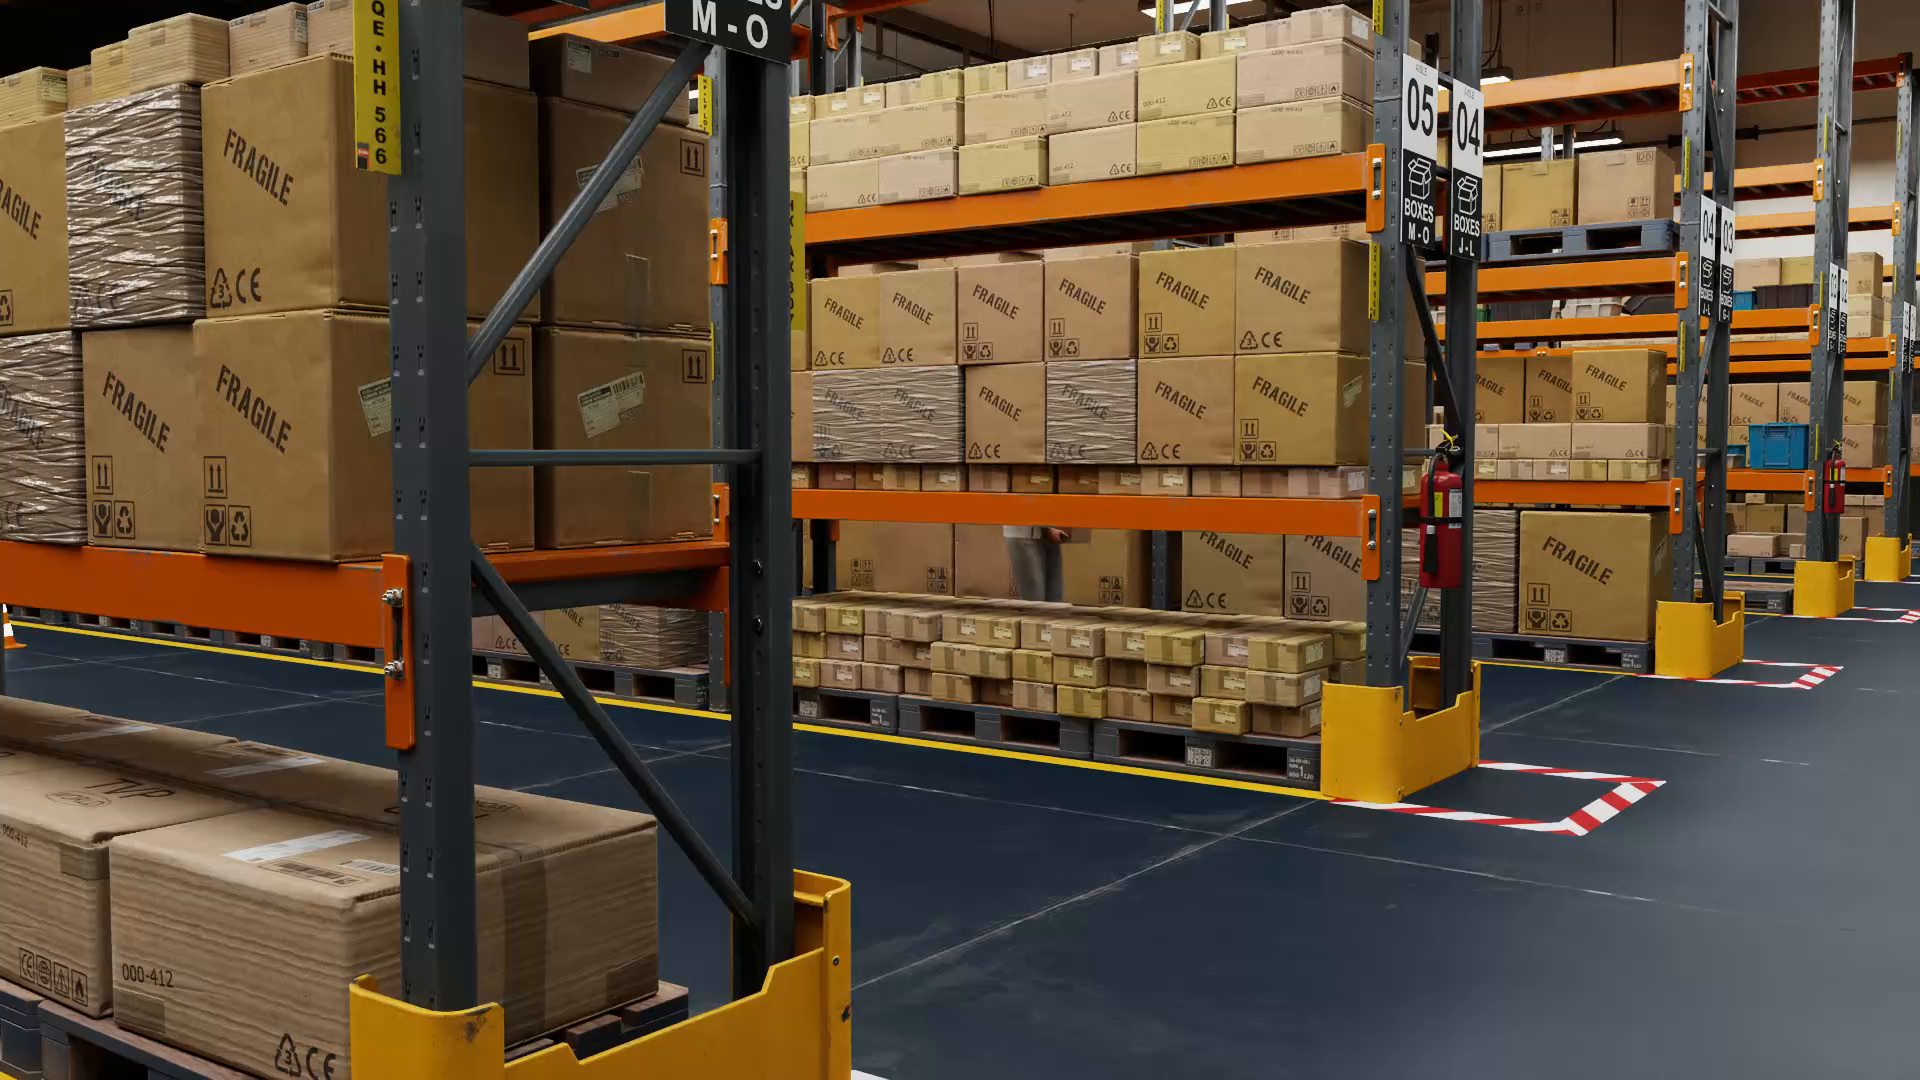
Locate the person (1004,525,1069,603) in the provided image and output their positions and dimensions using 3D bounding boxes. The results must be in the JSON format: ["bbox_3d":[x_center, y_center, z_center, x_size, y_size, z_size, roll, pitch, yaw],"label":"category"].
[{"bbox_3d":[0.606,0.002,11.672,0.565,1.767,0.494,2,4,37],"label":"person"}]
